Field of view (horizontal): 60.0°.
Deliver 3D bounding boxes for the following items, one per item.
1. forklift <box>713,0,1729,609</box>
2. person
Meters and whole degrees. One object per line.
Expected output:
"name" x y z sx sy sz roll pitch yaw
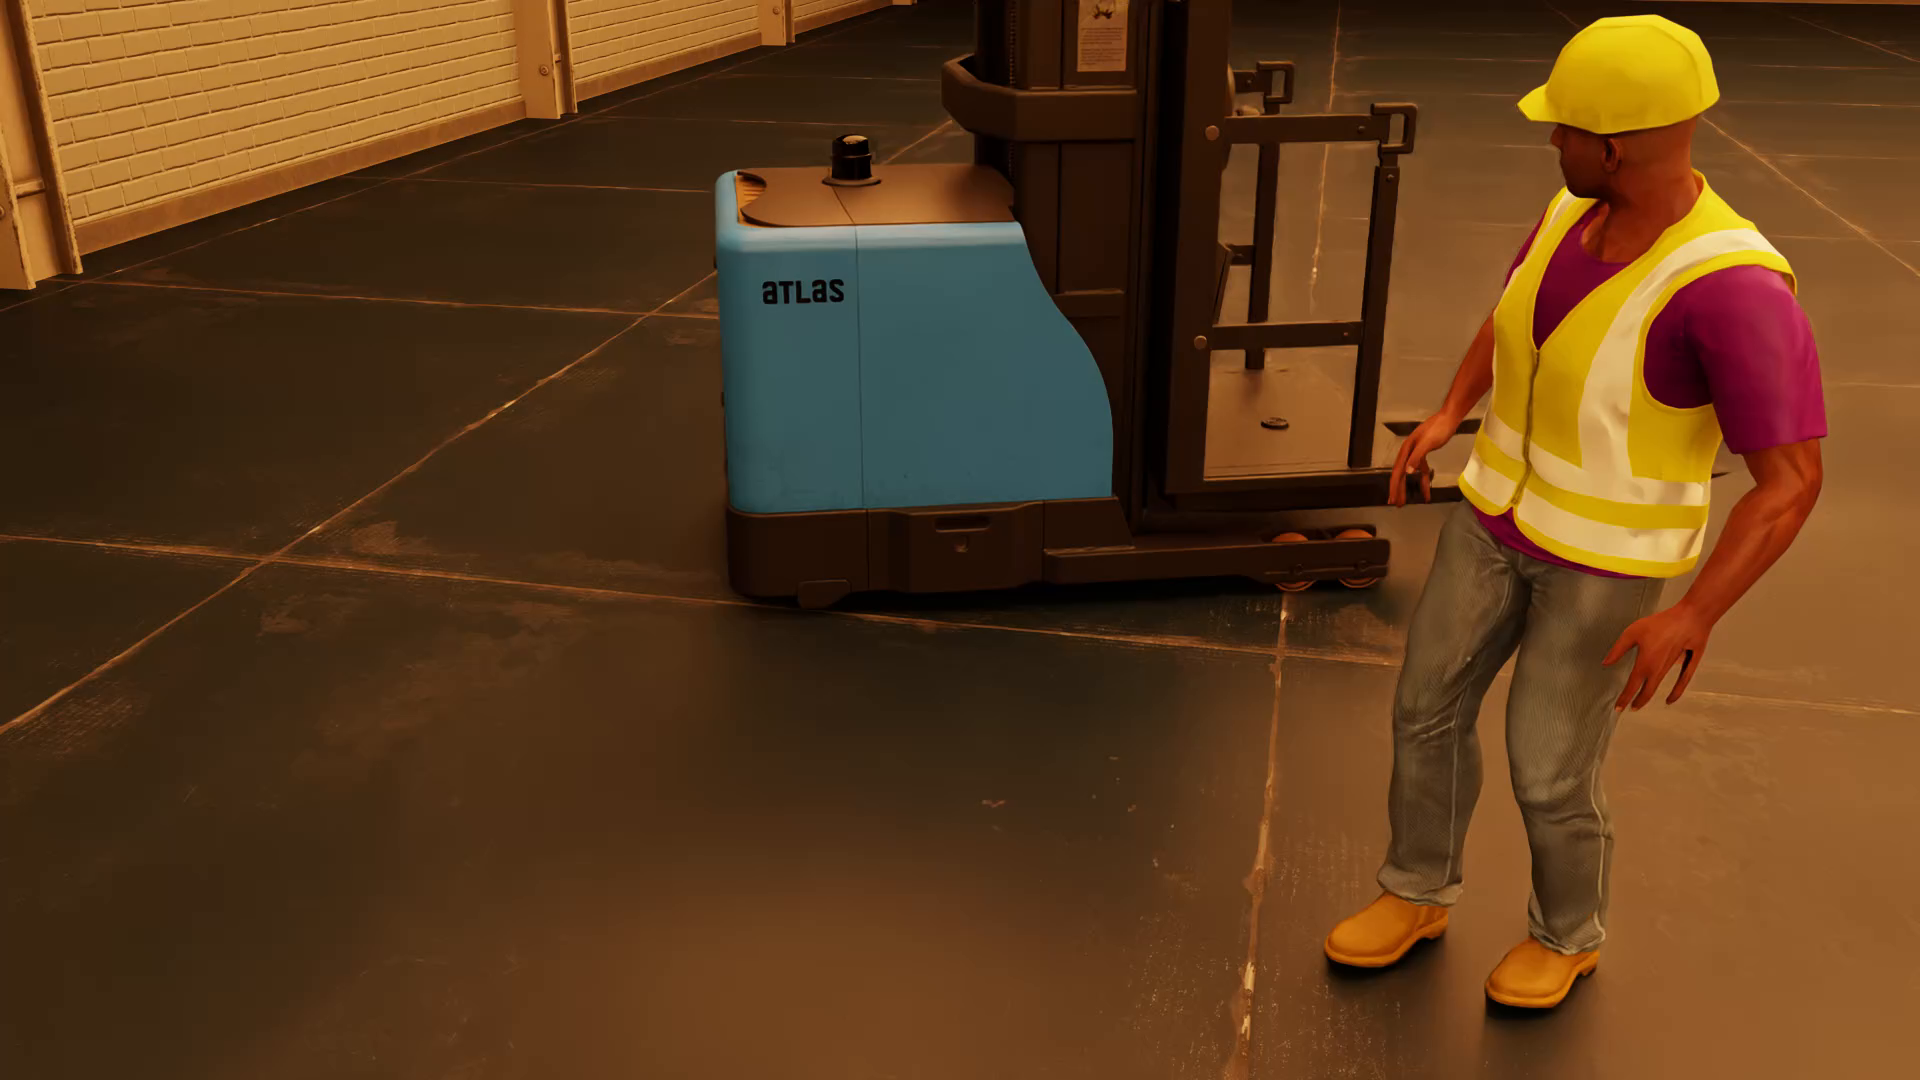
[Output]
"forklift" 0.799 -1.403 4.708 3.031 2.935 1.130 -3 22 -7
"person" 0.996 0.018 2.803 0.519 1.739 0.785 -11 25 -25
